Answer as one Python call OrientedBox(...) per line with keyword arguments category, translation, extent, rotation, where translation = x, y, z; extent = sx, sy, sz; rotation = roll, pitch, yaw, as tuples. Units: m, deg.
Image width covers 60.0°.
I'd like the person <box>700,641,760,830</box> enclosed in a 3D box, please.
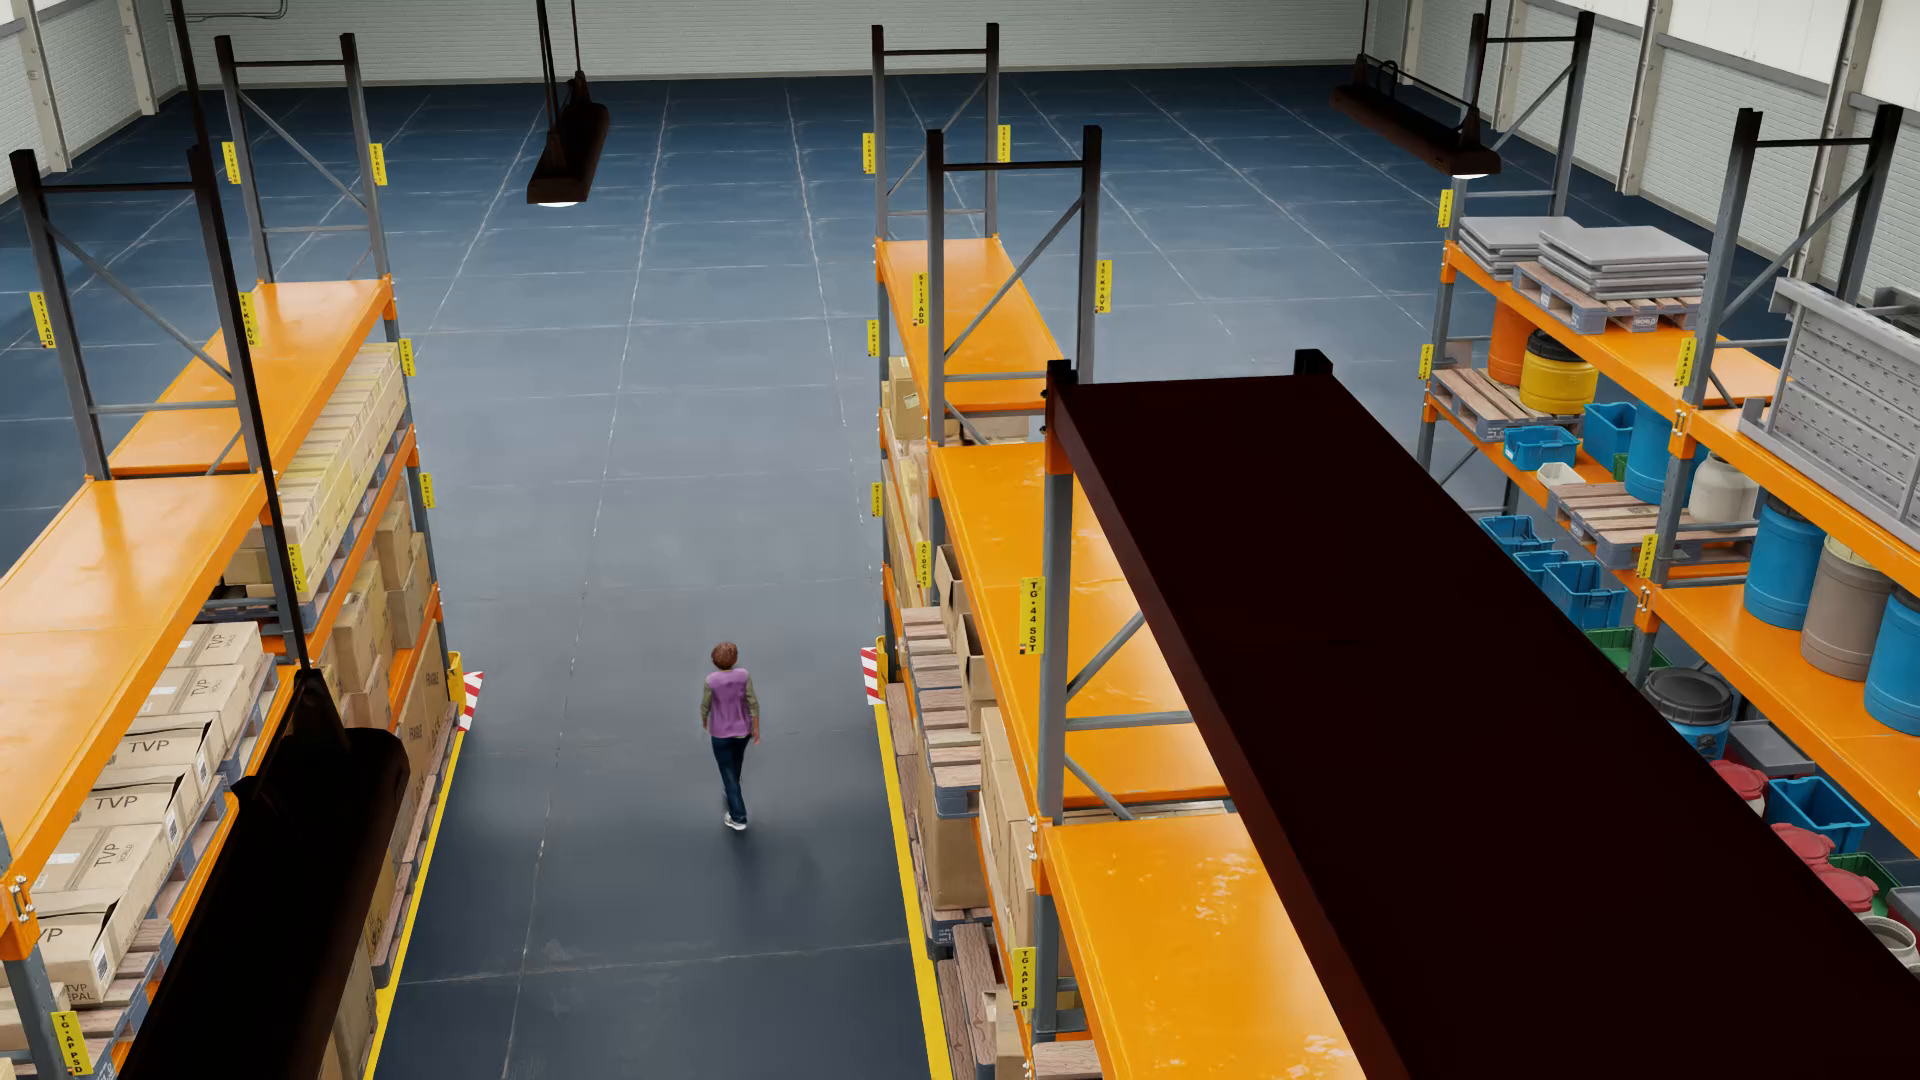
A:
OrientedBox(category="person", translation=(-1.852, 1.541, 13.454), extent=(0.433, 1.606, 0.736), rotation=(-10, 27, -20))
